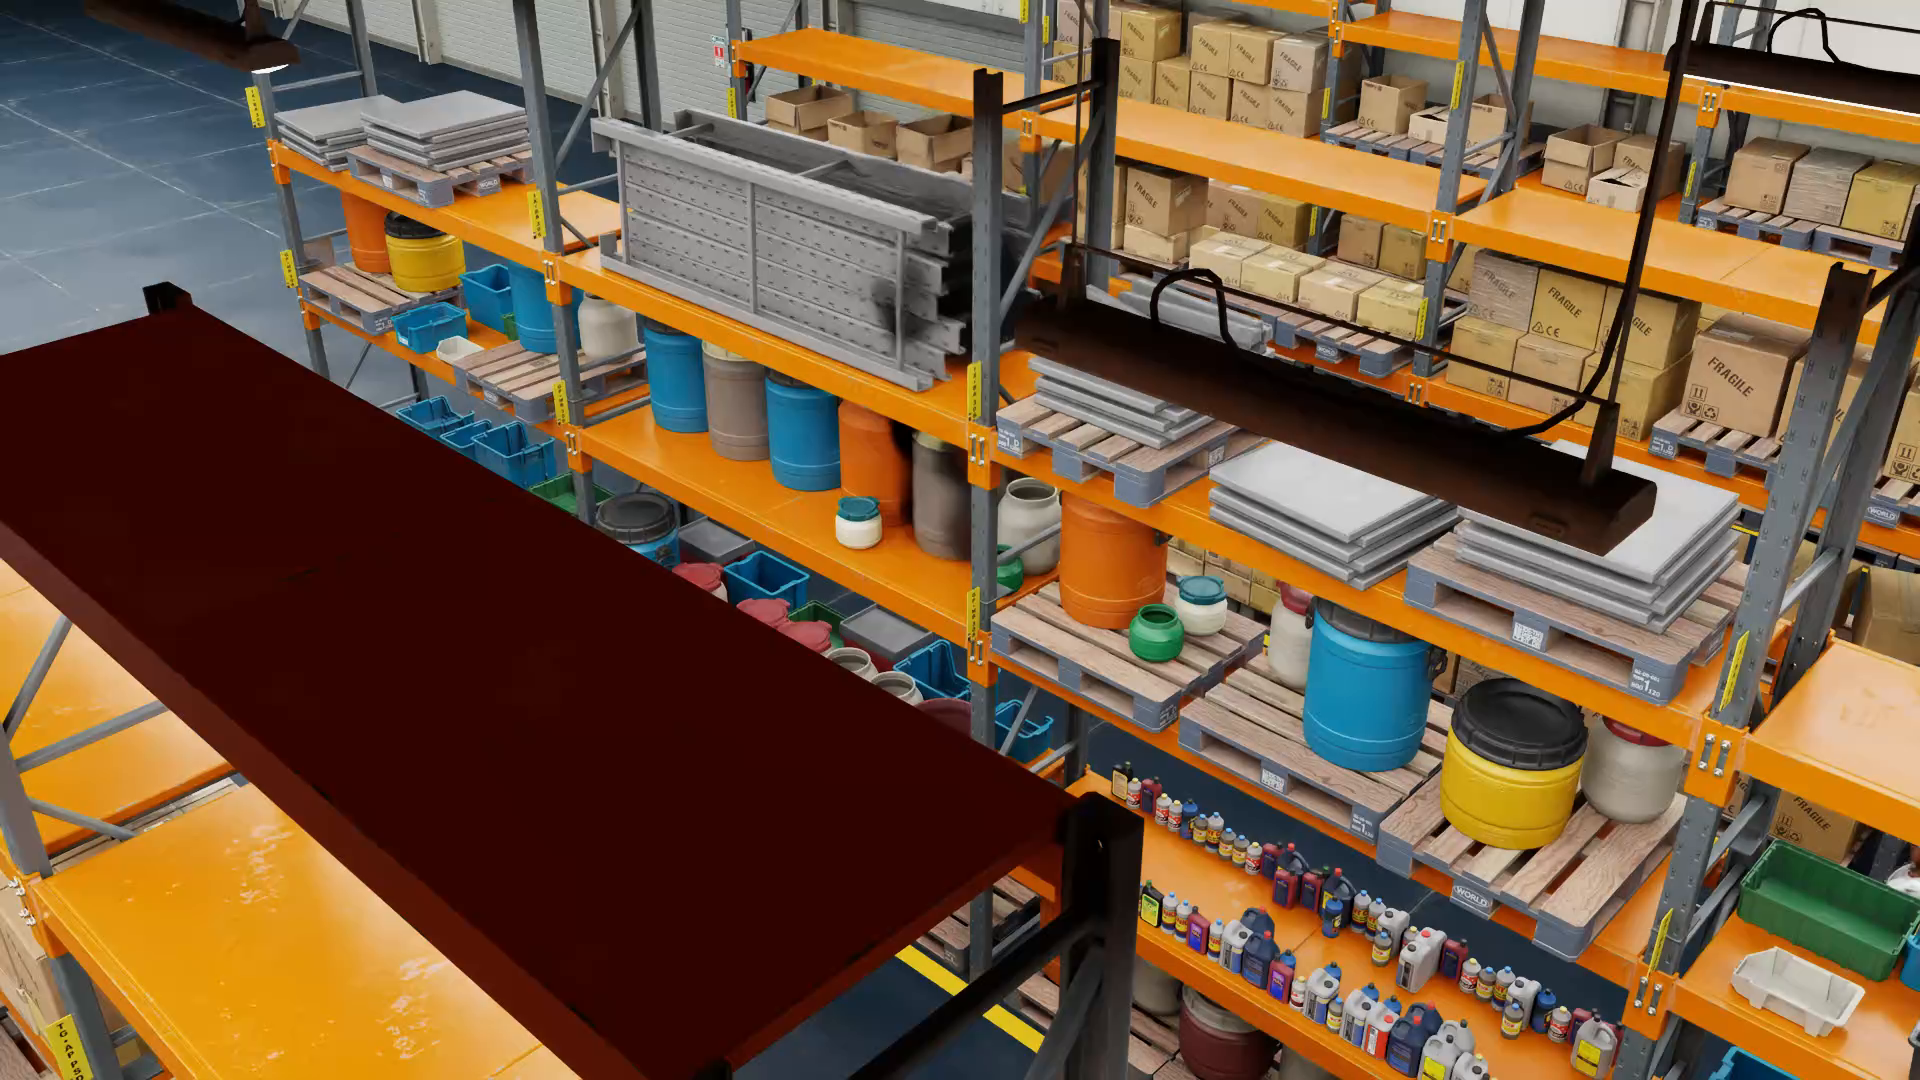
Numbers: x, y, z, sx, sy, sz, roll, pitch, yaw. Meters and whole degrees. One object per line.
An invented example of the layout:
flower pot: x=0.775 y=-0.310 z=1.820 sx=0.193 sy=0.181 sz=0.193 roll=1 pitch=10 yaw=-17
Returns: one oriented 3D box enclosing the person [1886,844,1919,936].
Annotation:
person: x=5.658 y=2.465 z=10.018 sx=0.852 sy=1.832 sz=0.669 roll=18 pitch=34 yaw=29
